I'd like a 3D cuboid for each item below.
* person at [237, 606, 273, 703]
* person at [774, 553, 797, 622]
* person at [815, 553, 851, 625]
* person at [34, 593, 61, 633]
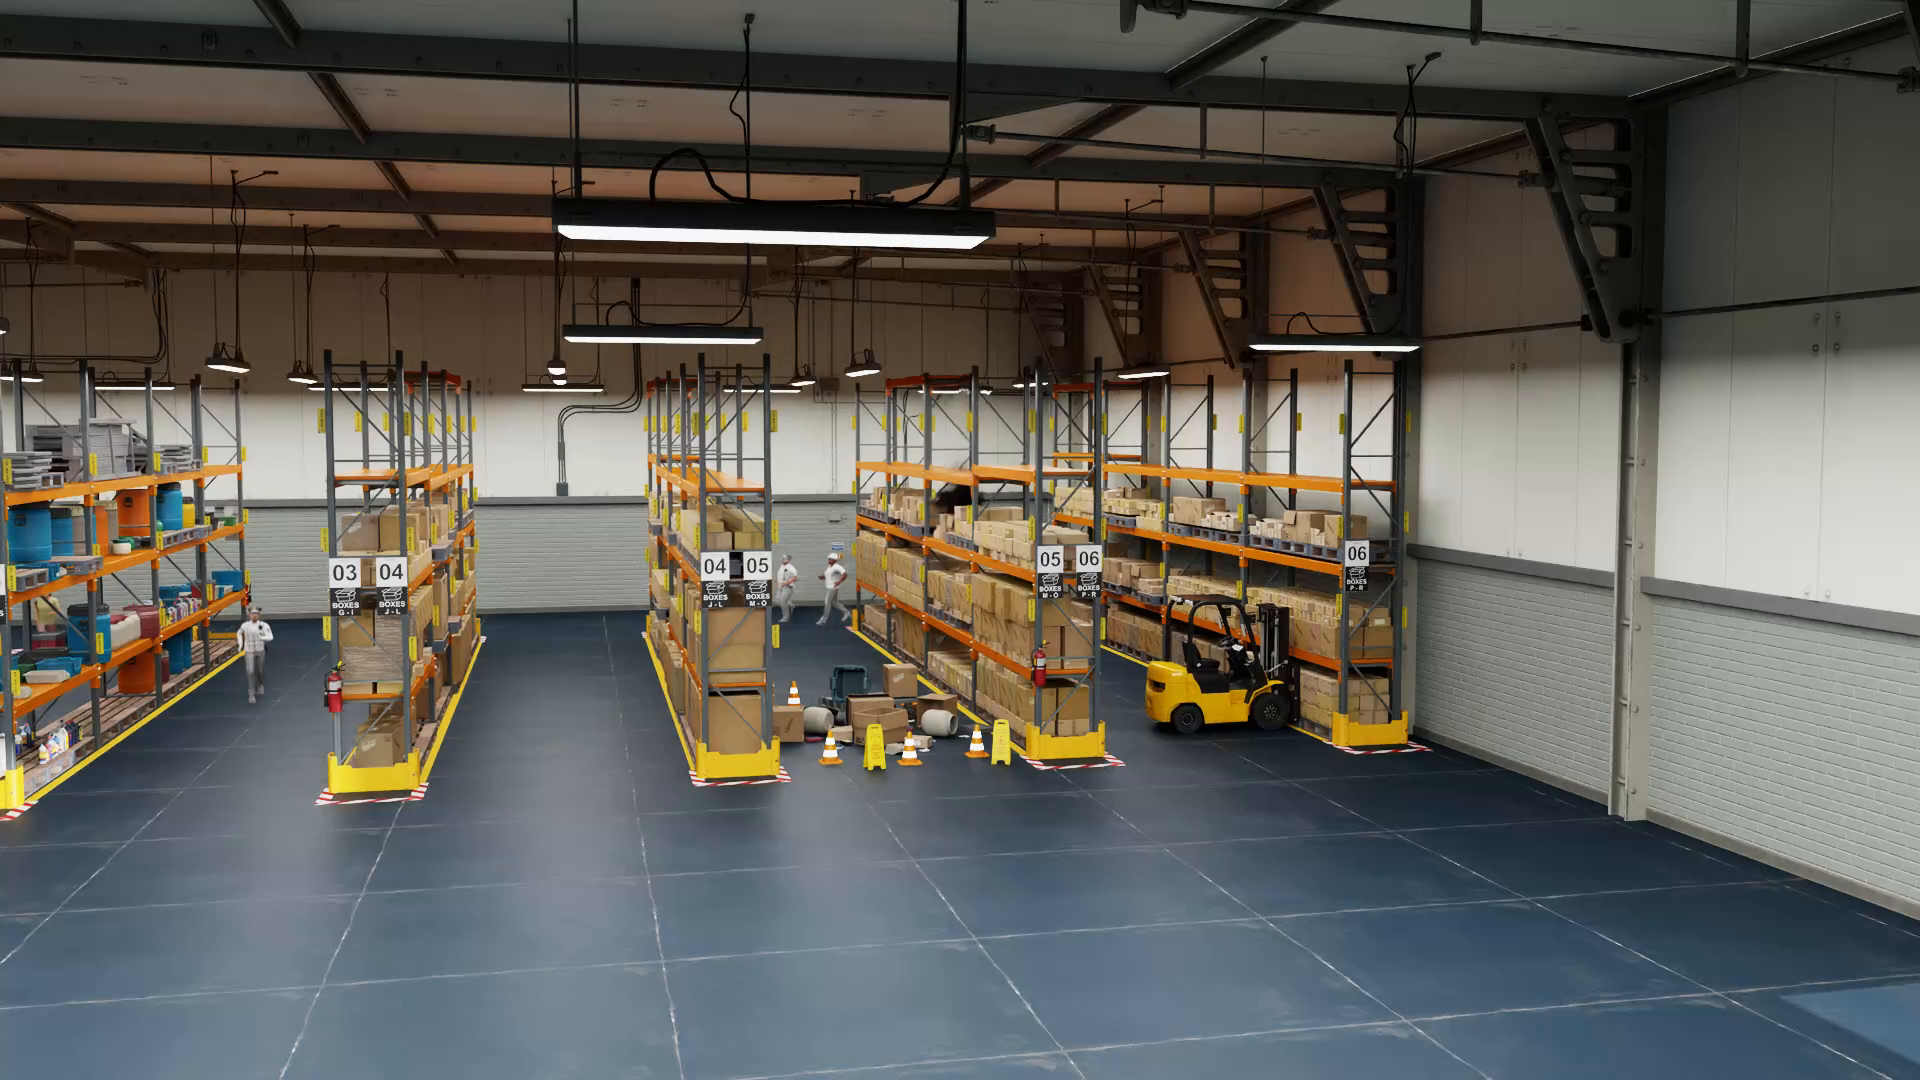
[{"bbox_3d":[-12.754,2.040,30.098,0.604,1.703,0.914,-2,4,-22],"label":"person"},{"bbox_3d":[-4.393,1.201,42.267,0.602,1.741,0.666,-3,5,-40],"label":"person"},{"bbox_3d":[-3.170,1.214,41.391,0.967,1.770,0.691,-1,4,-18],"label":"person"},{"bbox_3d":[-18.986,1.766,34.611,0.522,1.695,0.925,-2,4,-21],"label":"person"}]
